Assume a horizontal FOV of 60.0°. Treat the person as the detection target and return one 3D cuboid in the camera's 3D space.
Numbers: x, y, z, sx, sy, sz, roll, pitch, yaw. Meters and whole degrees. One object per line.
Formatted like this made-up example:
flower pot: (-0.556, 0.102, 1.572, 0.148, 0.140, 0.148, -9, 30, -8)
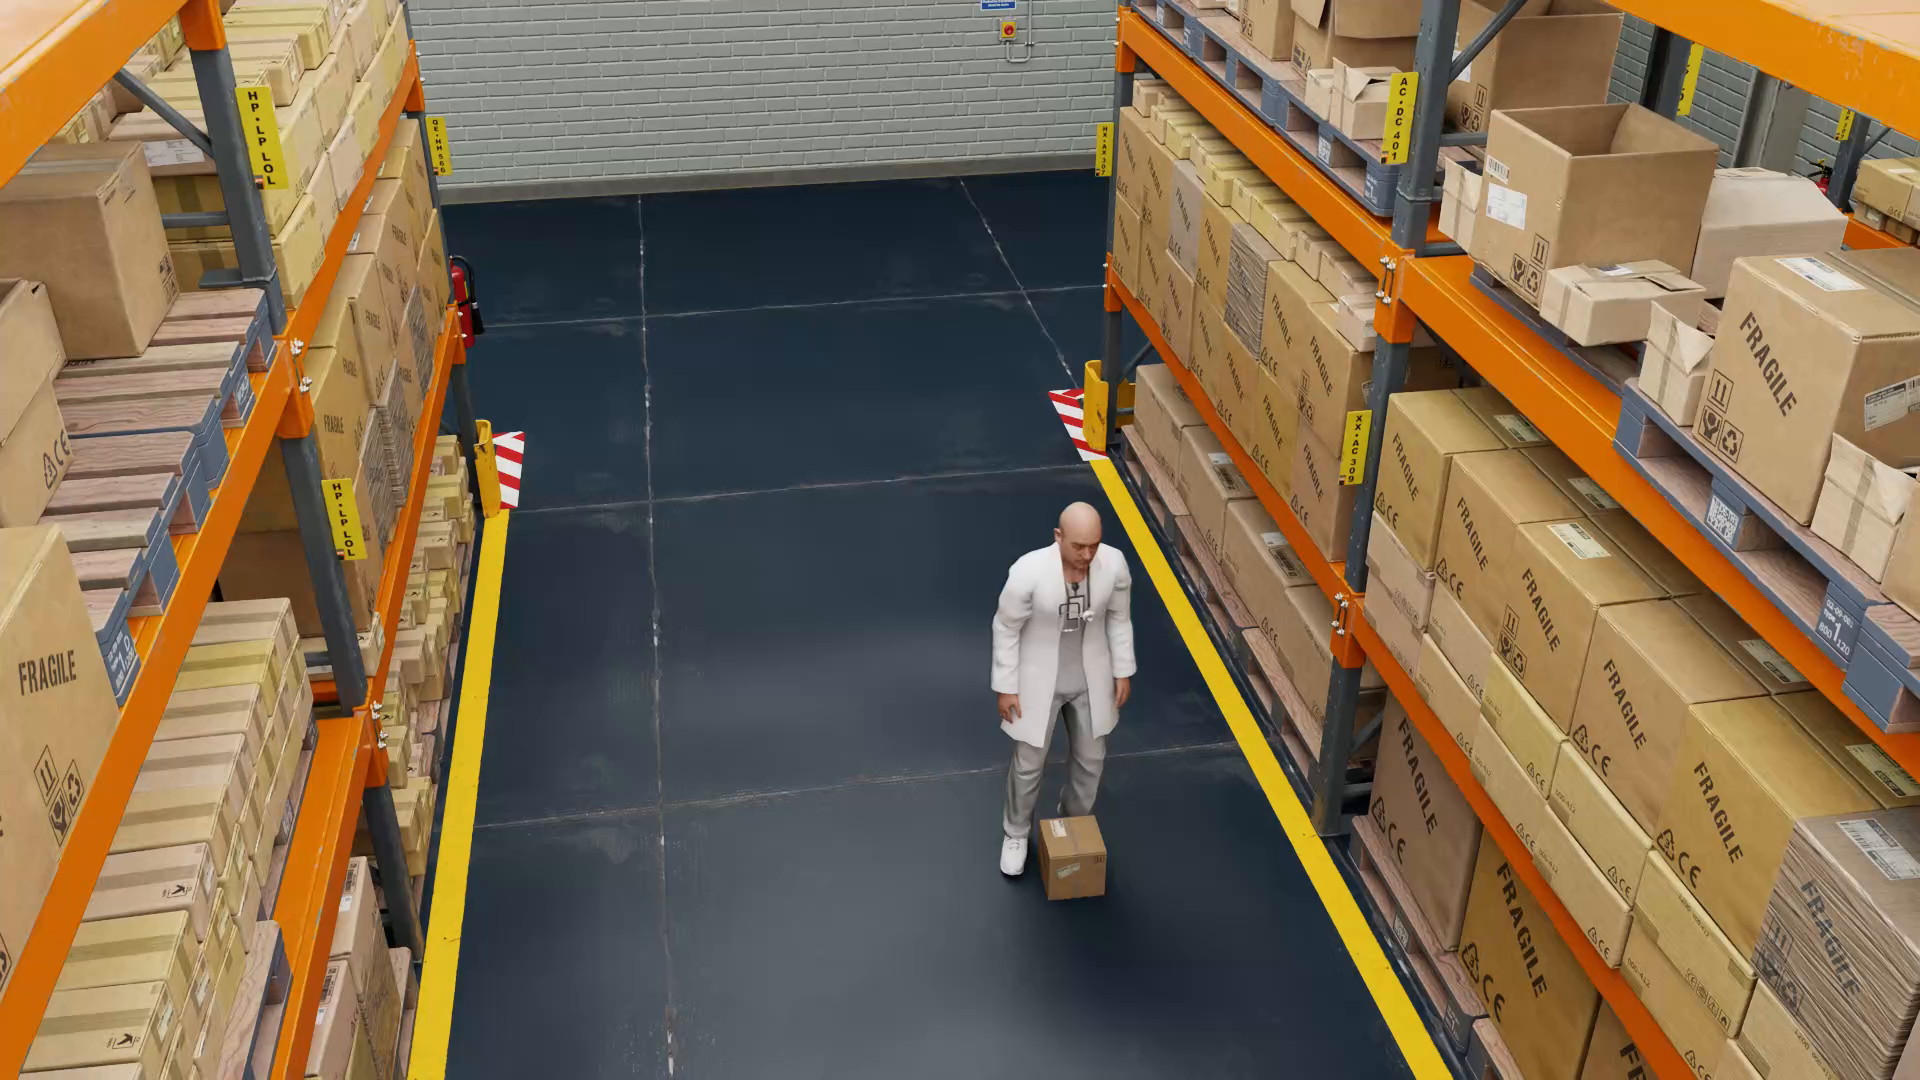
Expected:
person: (0.447, 0.610, 7.114, 0.646, 1.772, 0.429, -7, 31, -12)
